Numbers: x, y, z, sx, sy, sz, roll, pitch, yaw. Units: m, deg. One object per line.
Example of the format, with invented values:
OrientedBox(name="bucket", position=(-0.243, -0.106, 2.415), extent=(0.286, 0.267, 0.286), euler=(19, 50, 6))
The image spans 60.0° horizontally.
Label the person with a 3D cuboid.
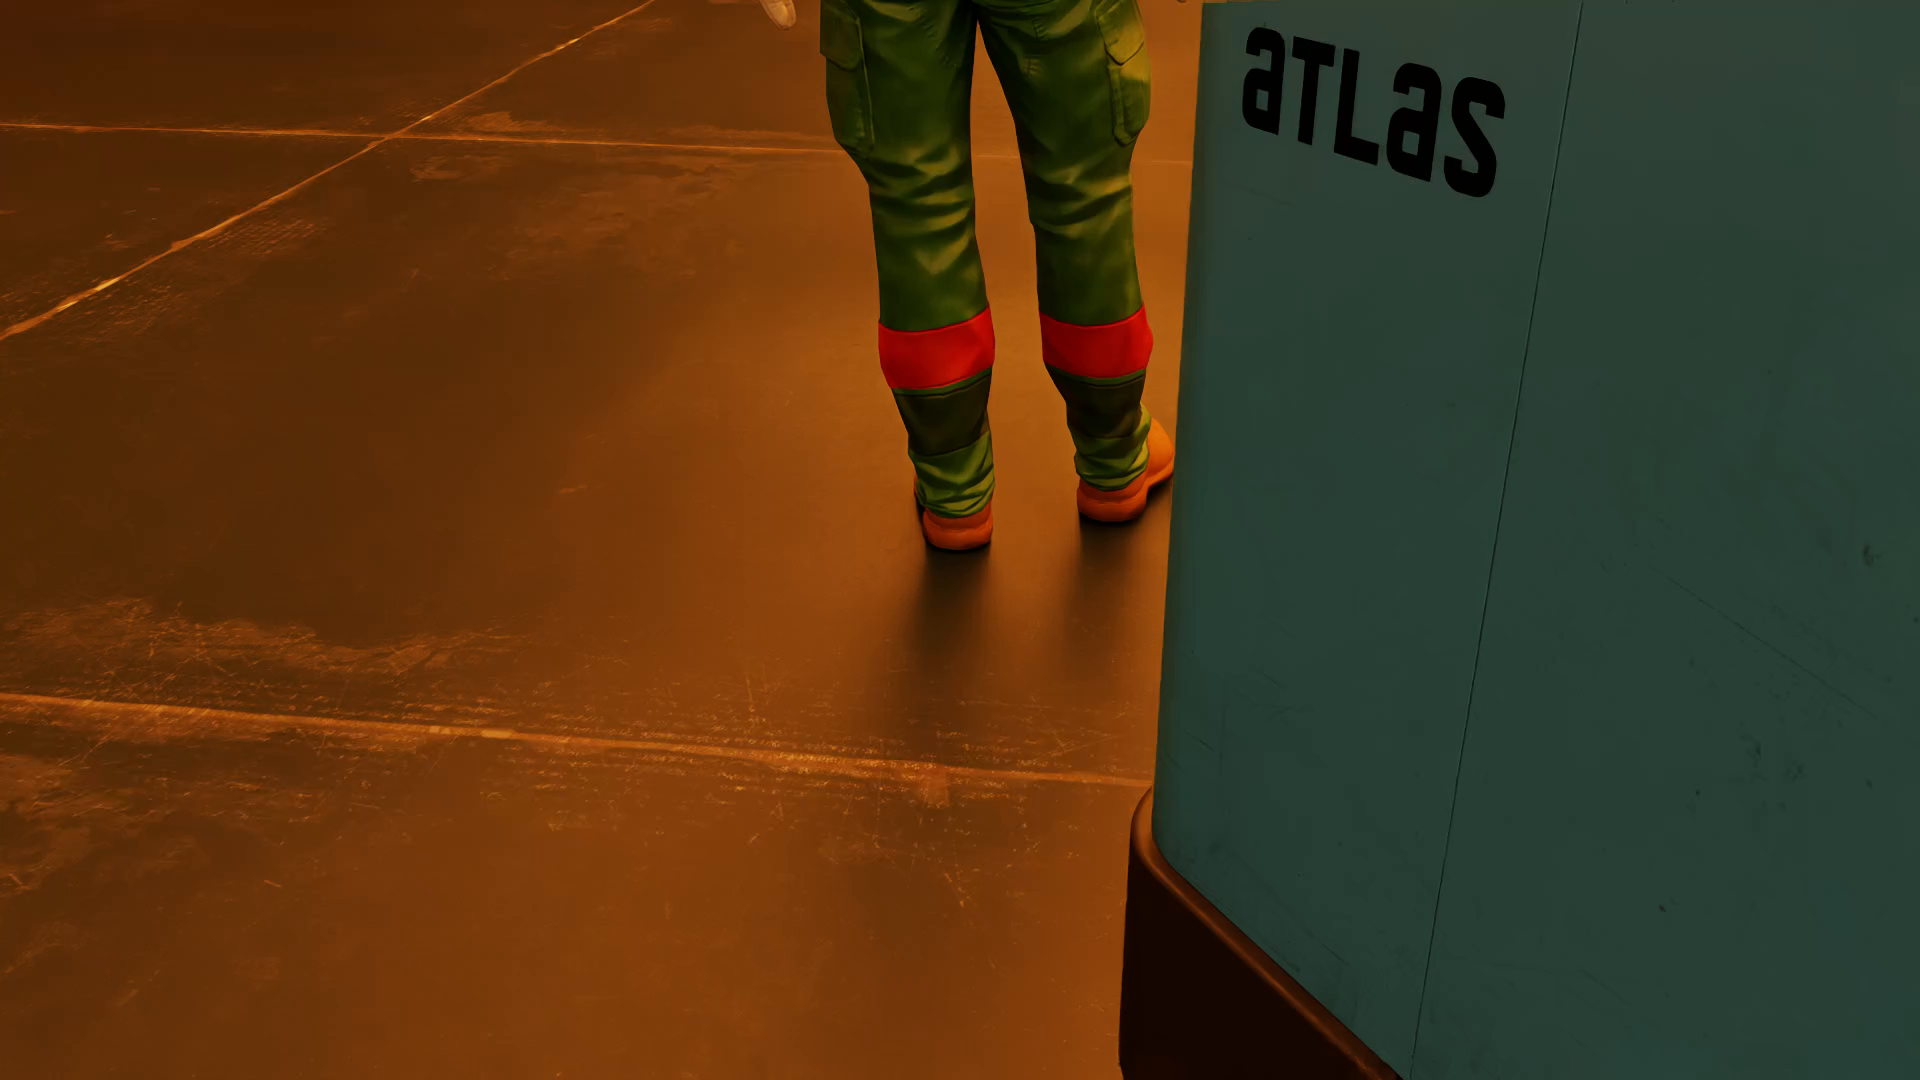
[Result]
OrientedBox(name="person", position=(0.023, -0.842, 2.167), extent=(0.638, 1.788, 0.563), euler=(3, 27, 7))
